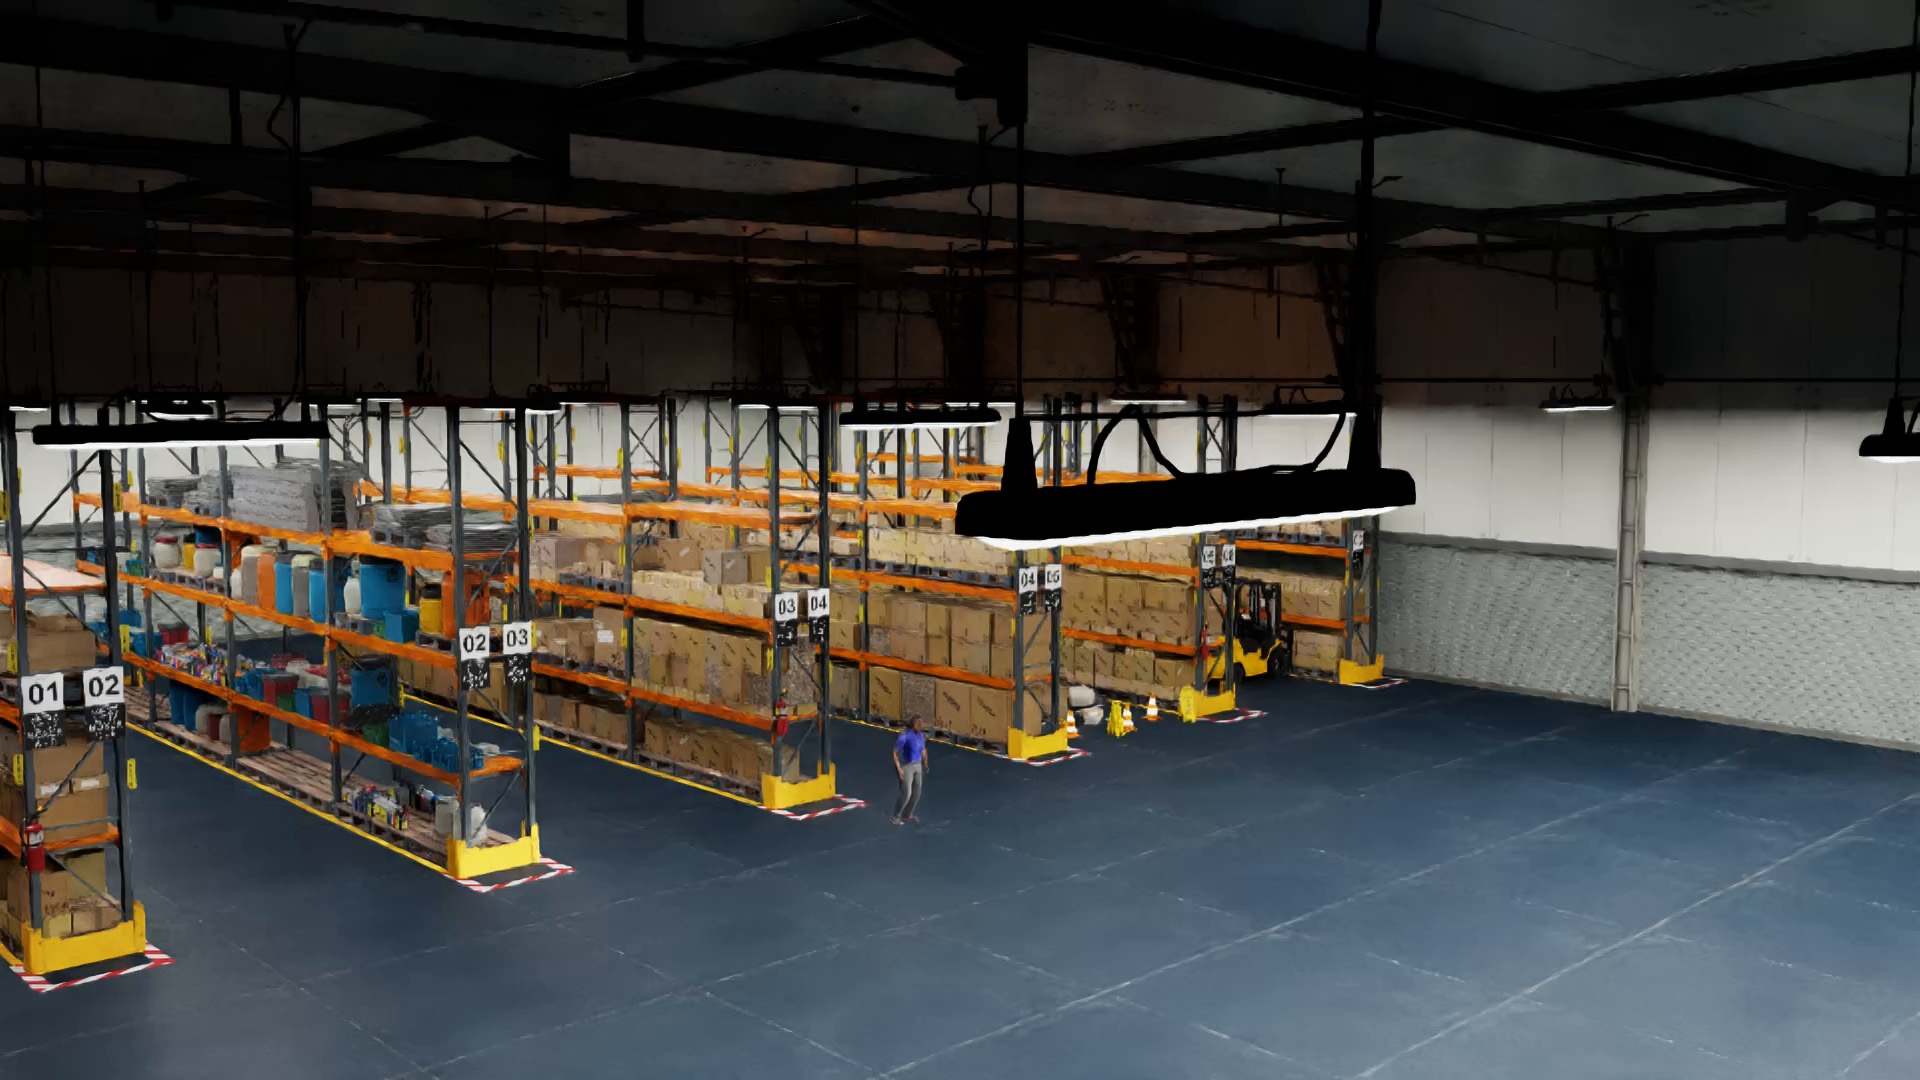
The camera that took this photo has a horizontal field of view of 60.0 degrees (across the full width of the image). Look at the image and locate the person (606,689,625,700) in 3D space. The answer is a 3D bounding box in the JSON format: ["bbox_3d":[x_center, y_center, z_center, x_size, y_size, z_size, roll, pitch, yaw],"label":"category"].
[{"bbox_3d":[-6.579,2.411,32.157,0.442,1.589,1.095,-5,8,-45],"label":"person"}]

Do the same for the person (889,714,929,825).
[{"bbox_3d":[-0.719,3.253,23.683,0.518,1.604,0.592,5,8,44],"label":"person"}]
